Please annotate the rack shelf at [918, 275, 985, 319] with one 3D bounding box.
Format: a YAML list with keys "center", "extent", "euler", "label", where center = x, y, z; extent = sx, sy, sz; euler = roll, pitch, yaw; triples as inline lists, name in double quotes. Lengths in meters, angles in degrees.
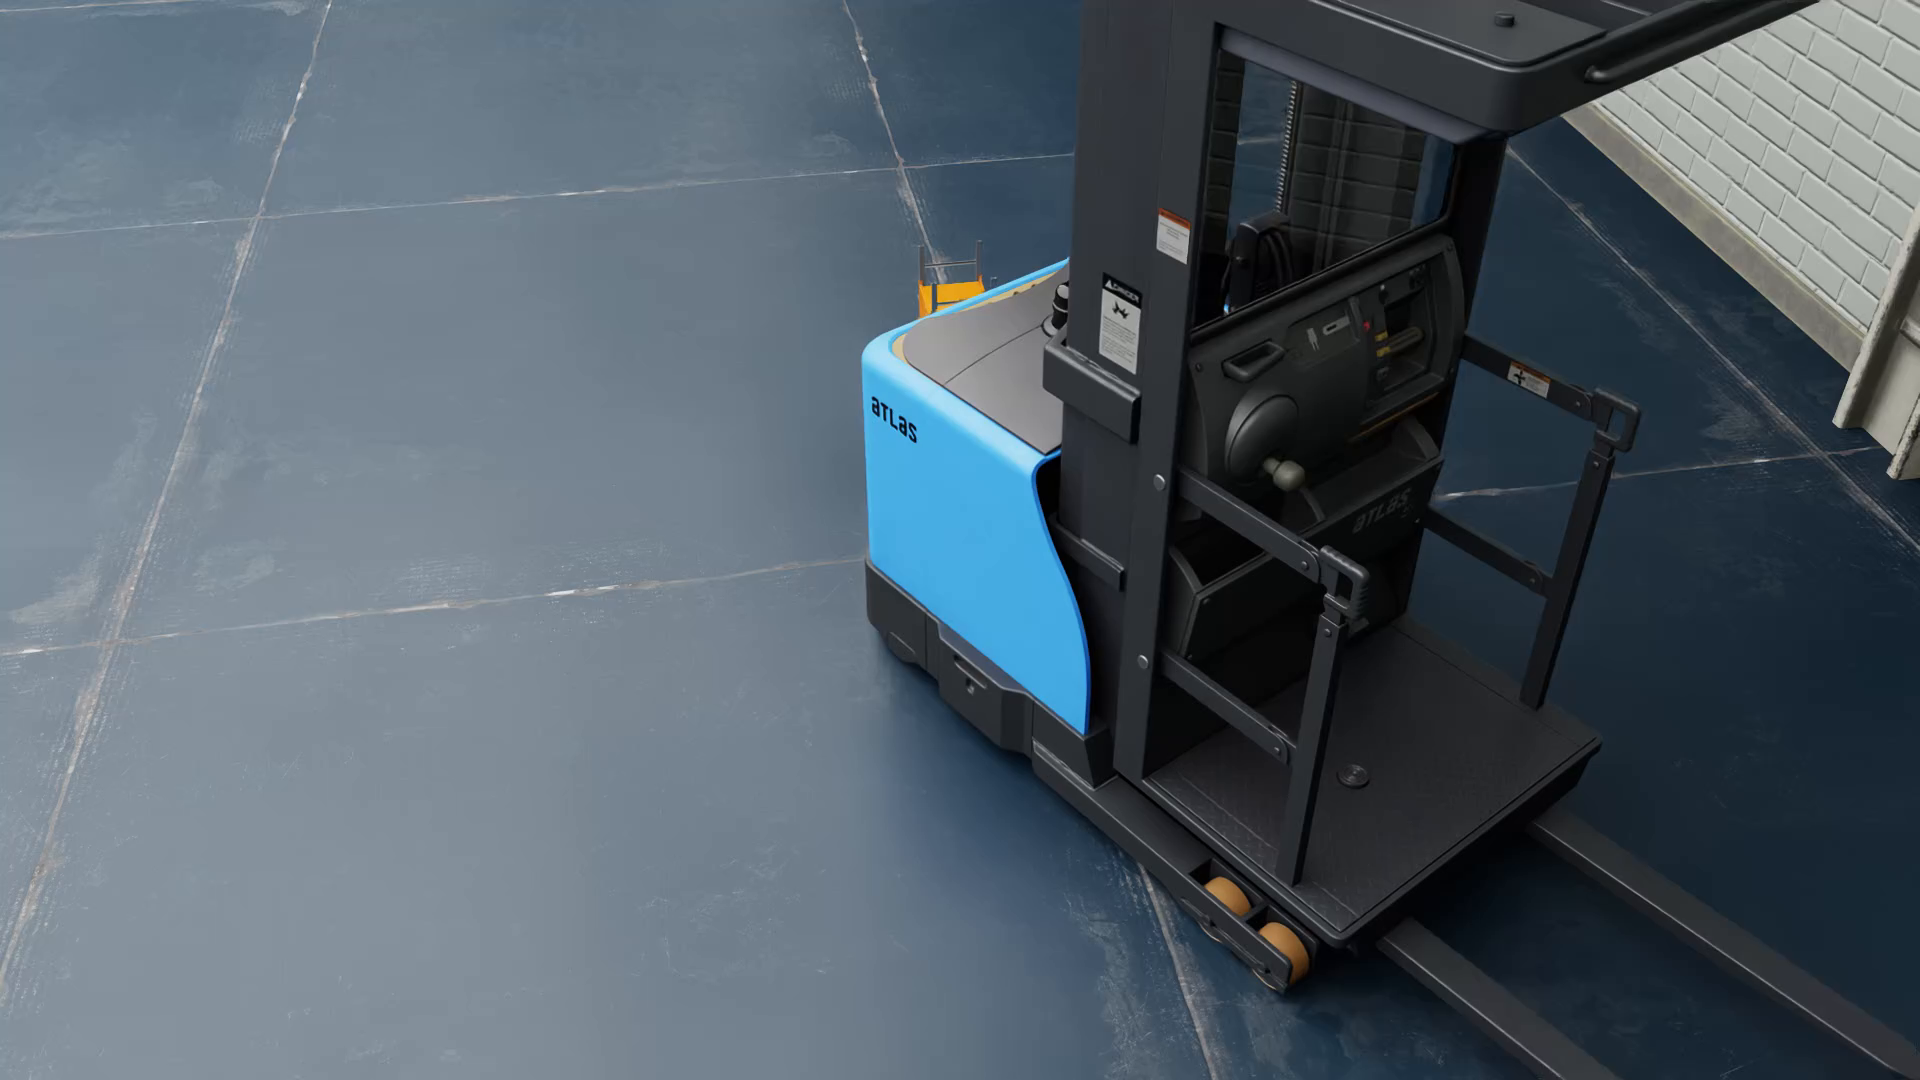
- center: [-0.009, -0.663, 5.302]
  extent: [0.215, 0.259, 0.240]
  euler: [-6, 38, -8]
  label: "rack shelf"

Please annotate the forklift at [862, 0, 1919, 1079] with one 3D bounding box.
- center: [1.022, -0.358, 3.822]
  extent: [1.130, 2.935, 3.031]
  euler: [-27, 45, -30]
  label: "forklift"

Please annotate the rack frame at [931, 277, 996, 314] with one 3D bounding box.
- center: [0.012, -0.373, 5.375]
  extent: [0.200, 1.050, 0.008]
  euler: [-6, 38, -8]
  label: "rack frame"

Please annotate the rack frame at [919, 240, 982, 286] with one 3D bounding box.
- center: [-0.031, -0.521, 5.564]
  extent: [0.200, 1.050, 0.008]
  euler: [-6, 38, -8]
  label: "rack frame"

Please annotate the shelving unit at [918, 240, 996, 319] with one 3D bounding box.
- center: [-0.009, -0.447, 5.470]
  extent: [0.215, 1.050, 0.252]
  euler: [-6, 38, -8]
  label: "shelving unit"
